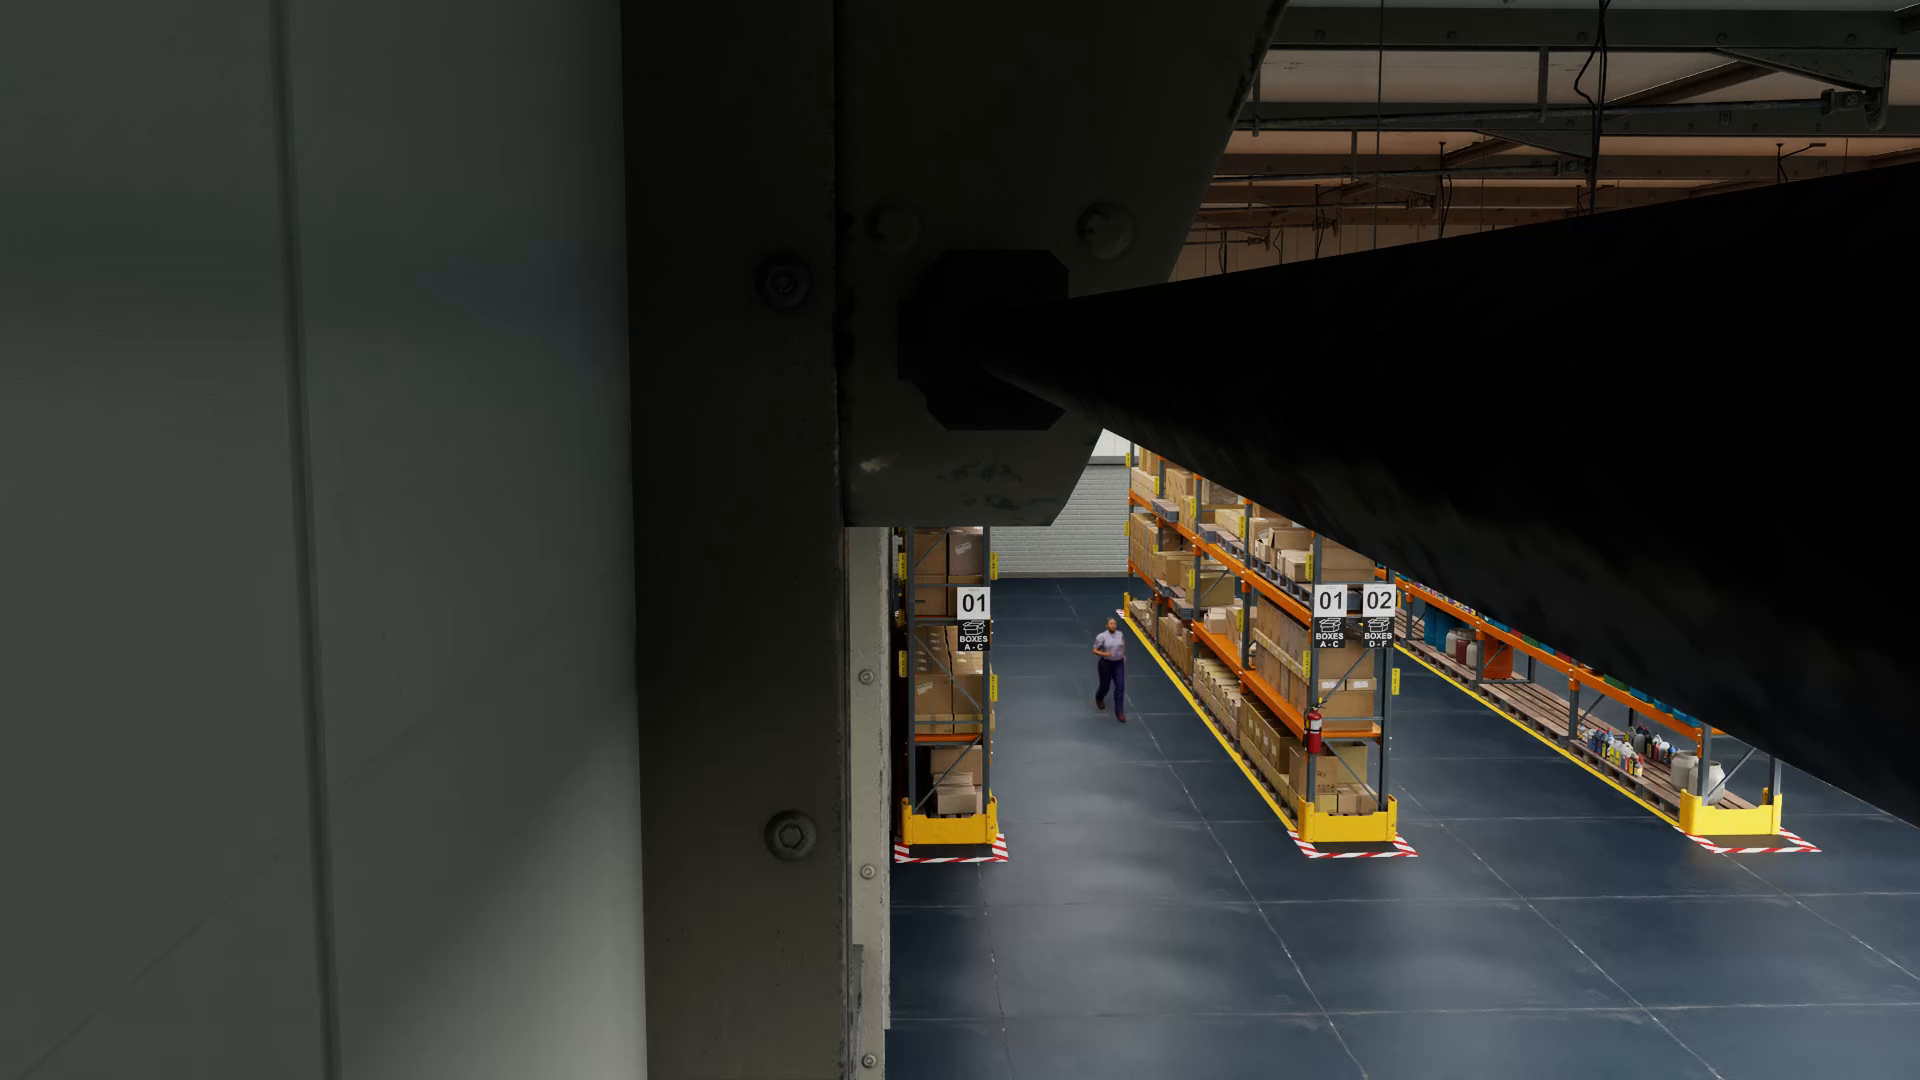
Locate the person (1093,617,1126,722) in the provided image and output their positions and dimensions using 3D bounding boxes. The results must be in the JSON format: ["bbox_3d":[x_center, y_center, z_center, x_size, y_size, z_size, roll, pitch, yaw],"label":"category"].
[{"bbox_3d":[2.445,2.065,26.944,0.606,1.634,0.925,-2,8,-15],"label":"person"}]
